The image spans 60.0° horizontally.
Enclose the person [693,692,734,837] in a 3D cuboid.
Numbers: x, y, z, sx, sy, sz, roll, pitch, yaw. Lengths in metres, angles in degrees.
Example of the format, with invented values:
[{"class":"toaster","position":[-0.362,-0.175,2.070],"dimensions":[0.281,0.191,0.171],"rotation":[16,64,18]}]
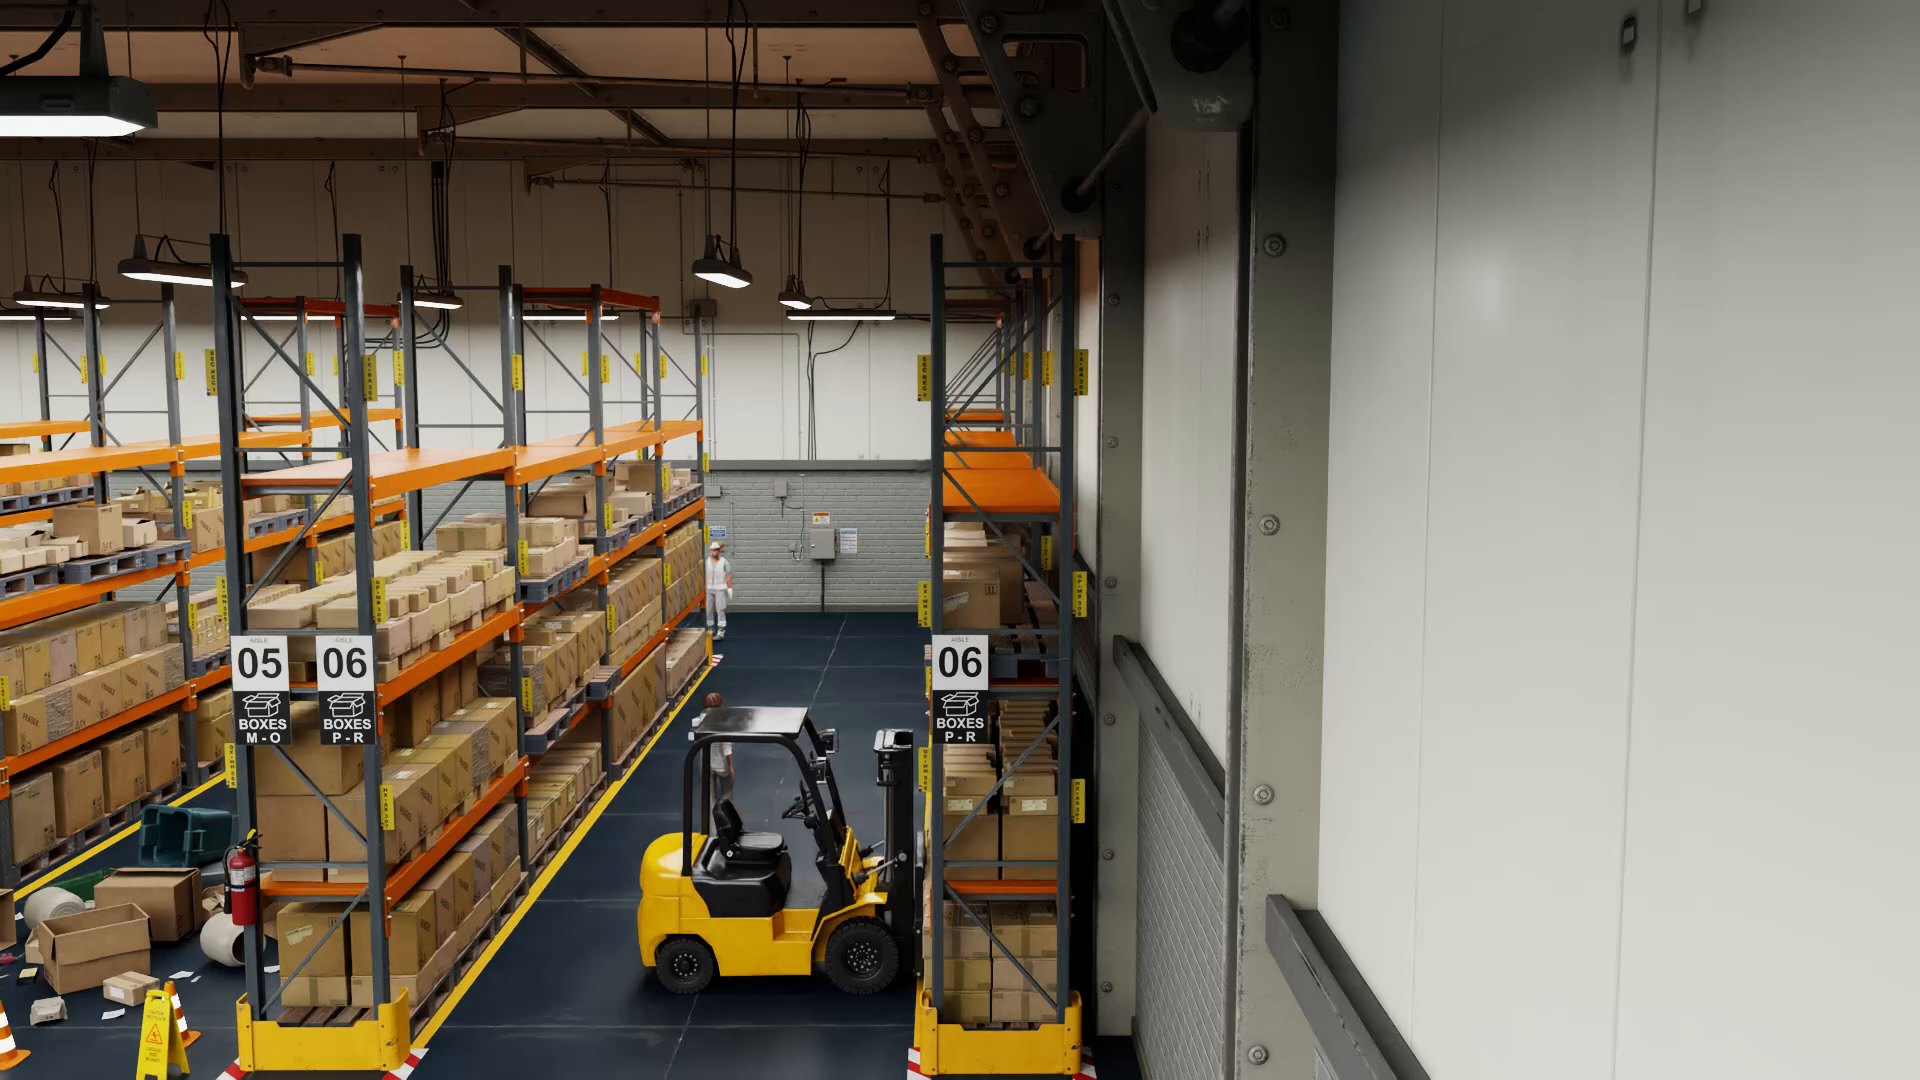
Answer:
[{"class":"person","position":[-2.514,2.353,17.008],"dimensions":[0.437,1.609,0.729],"rotation":[0,6,-3]}]

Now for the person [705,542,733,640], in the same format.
[{"class":"person","position":[-4.427,0.945,30.307],"dimensions":[0.606,1.818,0.426],"rotation":[3,7,23]}]
